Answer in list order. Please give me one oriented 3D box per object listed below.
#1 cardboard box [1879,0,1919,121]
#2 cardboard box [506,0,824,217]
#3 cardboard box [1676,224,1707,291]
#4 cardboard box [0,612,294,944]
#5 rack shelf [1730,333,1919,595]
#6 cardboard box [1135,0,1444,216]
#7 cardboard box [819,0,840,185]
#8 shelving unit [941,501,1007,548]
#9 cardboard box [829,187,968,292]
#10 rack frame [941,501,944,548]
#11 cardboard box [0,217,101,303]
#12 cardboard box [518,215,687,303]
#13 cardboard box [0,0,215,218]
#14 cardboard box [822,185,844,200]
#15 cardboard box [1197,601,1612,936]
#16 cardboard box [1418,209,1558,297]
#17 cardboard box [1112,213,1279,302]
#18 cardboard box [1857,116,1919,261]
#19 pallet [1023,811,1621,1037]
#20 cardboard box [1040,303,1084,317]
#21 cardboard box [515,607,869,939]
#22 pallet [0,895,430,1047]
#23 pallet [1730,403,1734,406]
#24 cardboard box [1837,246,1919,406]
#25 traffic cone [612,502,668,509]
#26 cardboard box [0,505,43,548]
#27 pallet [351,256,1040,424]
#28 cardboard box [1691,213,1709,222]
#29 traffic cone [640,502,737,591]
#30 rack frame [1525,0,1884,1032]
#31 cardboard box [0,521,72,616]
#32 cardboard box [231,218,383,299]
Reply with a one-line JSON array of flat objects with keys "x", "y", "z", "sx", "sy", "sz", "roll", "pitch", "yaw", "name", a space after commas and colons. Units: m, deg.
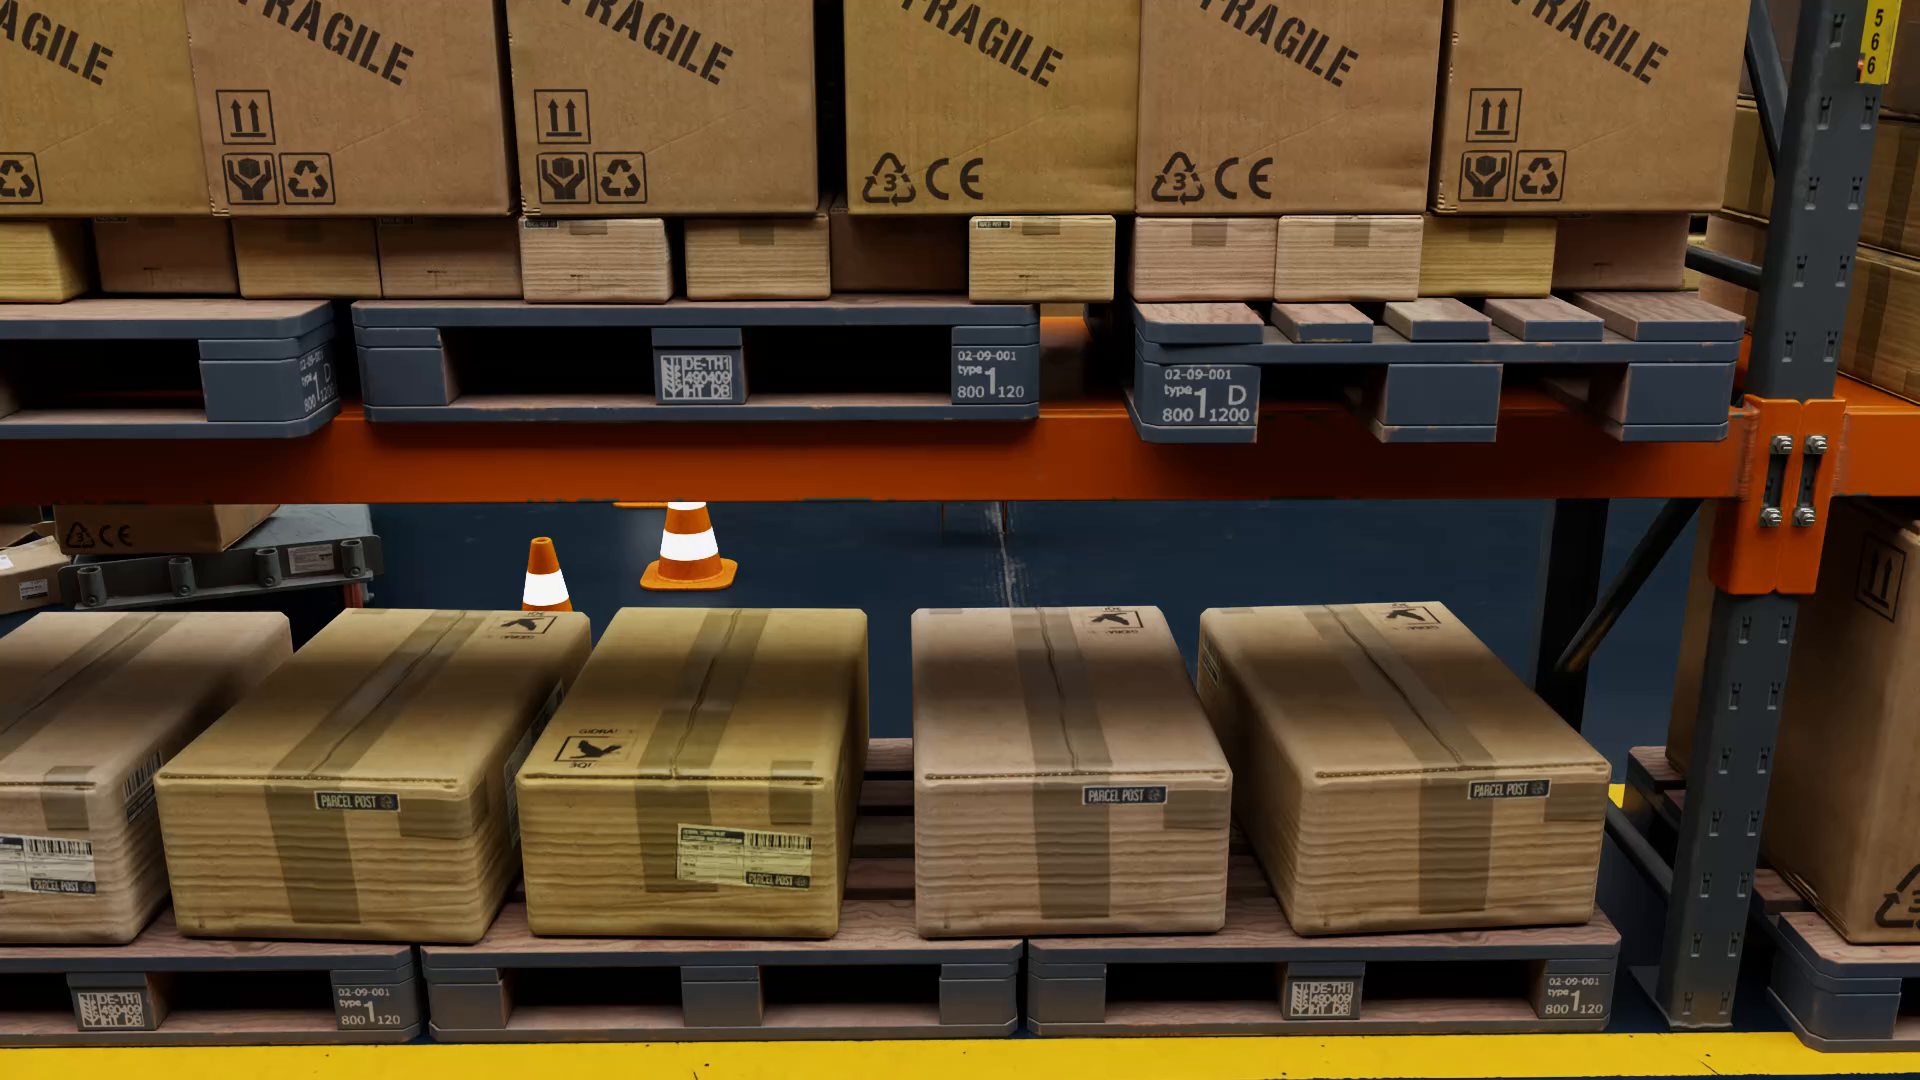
[{"x": 2.007, "y": -1.025, "z": 3.031, "sx": 0.500, "sy": 0.500, "sz": 0.500, "roll": -1, "pitch": 18, "yaw": -3, "name": "cardboard box"}, {"x": -0.507, "y": -0.865, "z": 2.994, "sx": 0.500, "sy": 0.500, "sz": 0.500, "roll": -1, "pitch": 18, "yaw": -3, "name": "cardboard box"}, {"x": 3.548, "y": -1.385, "z": 8.130, "sx": 0.500, "sy": 0.250, "sz": 0.500, "roll": -1, "pitch": 18, "yaw": -3, "name": "cardboard box"}, {"x": -1.965, "y": 0.494, "z": 3.712, "sx": 0.625, "sy": 0.372, "sz": 0.950, "roll": 0, "pitch": 18, "yaw": 0, "name": "cardboard box"}, {"x": 3.510, "y": -0.240, "z": 3.564, "sx": 4.000, "sy": 0.370, "sz": 1.077, "roll": 0, "pitch": 18, "yaw": -1, "name": "rack shelf"}, {"x": 0.544, "y": -0.870, "z": 3.010, "sx": 0.500, "sy": 0.500, "sz": 0.500, "roll": -1, "pitch": 18, "yaw": -2, "name": "cardboard box"}, {"x": -0.495, "y": -1.022, "z": 3.484, "sx": 0.500, "sy": 0.500, "sz": 0.500, "roll": -1, "pitch": 18, "yaw": -3, "name": "cardboard box"}, {"x": 0.053, "y": -0.500, "z": 6.388, "sx": 0.252, "sy": 1.050, "sz": 0.215, "roll": 0, "pitch": 18, "yaw": -1, "name": "shelving unit"}, {"x": -0.112, "y": -0.575, "z": 3.153, "sx": 0.250, "sy": 0.149, "sz": 0.380, "roll": 0, "pitch": 18, "yaw": 0, "name": "cardboard box"}, {"x": -0.068, "y": -0.500, "z": 6.386, "sx": 0.008, "sy": 1.050, "sz": 0.200, "roll": 0, "pitch": 18, "yaw": -1, "name": "rack frame"}, {"x": -1.682, "y": -0.539, "z": 3.041, "sx": 0.250, "sy": 0.149, "sz": 0.380, "roll": 0, "pitch": 18, "yaw": 0, "name": "cardboard box"}, {"x": -0.628, "y": -0.538, "z": 3.039, "sx": 0.250, "sy": 0.149, "sz": 0.380, "roll": 0, "pitch": 18, "yaw": 1, "name": "cardboard box"}, {"x": -1.515, "y": -0.861, "z": 2.981, "sx": 0.500, "sy": 0.500, "sz": 0.500, "roll": 0, "pitch": 18, "yaw": -1, "name": "cardboard box"}, {"x": -0.172, "y": -0.697, "z": 3.534, "sx": 0.250, "sy": 0.149, "sz": 0.380, "roll": 0, "pitch": 18, "yaw": 1, "name": "cardboard box"}, {"x": 0.945, "y": 0.478, "z": 3.763, "sx": 0.625, "sy": 0.372, "sz": 0.950, "roll": -1, "pitch": 18, "yaw": -5, "name": "cardboard box"}, {"x": 0.919, "y": -0.557, "z": 3.097, "sx": 0.250, "sy": 0.149, "sz": 0.380, "roll": 0, "pitch": 18, "yaw": 0, "name": "cardboard box"}, {"x": 0.416, "y": -0.543, "z": 3.054, "sx": 0.250, "sy": 0.149, "sz": 0.380, "roll": -1, "pitch": 18, "yaw": -3, "name": "cardboard box"}, {"x": 2.021, "y": -0.667, "z": 3.143, "sx": 0.500, "sy": 0.250, "sz": 0.500, "roll": 0, "pitch": 18, "yaw": -1, "name": "cardboard box"}, {"x": 0.729, "y": 0.758, "z": 3.840, "sx": 1.213, "sy": 0.211, "sz": 1.003, "roll": 0, "pitch": 18, "yaw": -1, "name": "pallet"}, {"x": 0.721, "y": -1.238, "z": 8.492, "sx": 0.750, "sy": 0.750, "sz": 1.050, "roll": -1, "pitch": 18, "yaw": -2, "name": "cardboard box"}, {"x": -0.551, "y": 0.486, "z": 3.738, "sx": 0.625, "sy": 0.372, "sz": 0.950, "roll": 0, "pitch": 18, "yaw": 1, "name": "cardboard box"}, {"x": -1.711, "y": 0.770, "z": 3.803, "sx": 1.213, "sy": 0.211, "sz": 1.003, "roll": 0, "pitch": 18, "yaw": -1, "name": "pallet"}, {"x": 3.329, "y": -0.765, "z": 8.587, "sx": 1.213, "sy": 0.211, "sz": 1.003, "roll": 0, "pitch": 18, "yaw": -1, "name": "pallet"}, {"x": 2.004, "y": -0.427, "z": 3.215, "sx": 0.500, "sy": 0.250, "sz": 0.500, "roll": -1, "pitch": 18, "yaw": -2, "name": "cardboard box"}, {"x": -1.303, "y": -0.403, "z": 7.045, "sx": 0.334, "sy": 0.463, "sz": 0.336, "roll": 0, "pitch": 18, "yaw": -1, "name": "traffic cone"}, {"x": -3.837, "y": -0.199, "z": 6.123, "sx": 0.503, "sy": 0.637, "sz": 0.797, "roll": 0, "pitch": 18, "yaw": -1, "name": "cardboard box"}, {"x": -0.468, "y": -0.460, "z": 3.385, "sx": 1.213, "sy": 0.211, "sz": 1.003, "roll": 0, "pitch": 18, "yaw": -1, "name": "pallet"}, {"x": 4.055, "y": -1.545, "z": 8.629, "sx": 0.500, "sy": 0.250, "sz": 0.500, "roll": 0, "pitch": 18, "yaw": 1, "name": "cardboard box"}, {"x": -0.997, "y": -0.086, "z": 6.060, "sx": 0.334, "sy": 0.463, "sz": 0.336, "roll": 0, "pitch": 18, "yaw": -1, "name": "traffic cone"}, {"x": 1.510, "y": -0.573, "z": 3.424, "sx": 0.127, "sy": 3.000, "sz": 1.000, "roll": 0, "pitch": 18, "yaw": -1, "name": "rack frame"}, {"x": -3.337, "y": 0.096, "z": 5.813, "sx": 0.396, "sy": 0.266, "sz": 0.258, "roll": -15, "pitch": 23, "yaw": -39, "name": "cardboard box"}, {"x": -1.142, "y": -0.552, "z": 3.082, "sx": 0.250, "sy": 0.149, "sz": 0.380, "roll": 0, "pitch": 18, "yaw": 0, "name": "cardboard box"}]
